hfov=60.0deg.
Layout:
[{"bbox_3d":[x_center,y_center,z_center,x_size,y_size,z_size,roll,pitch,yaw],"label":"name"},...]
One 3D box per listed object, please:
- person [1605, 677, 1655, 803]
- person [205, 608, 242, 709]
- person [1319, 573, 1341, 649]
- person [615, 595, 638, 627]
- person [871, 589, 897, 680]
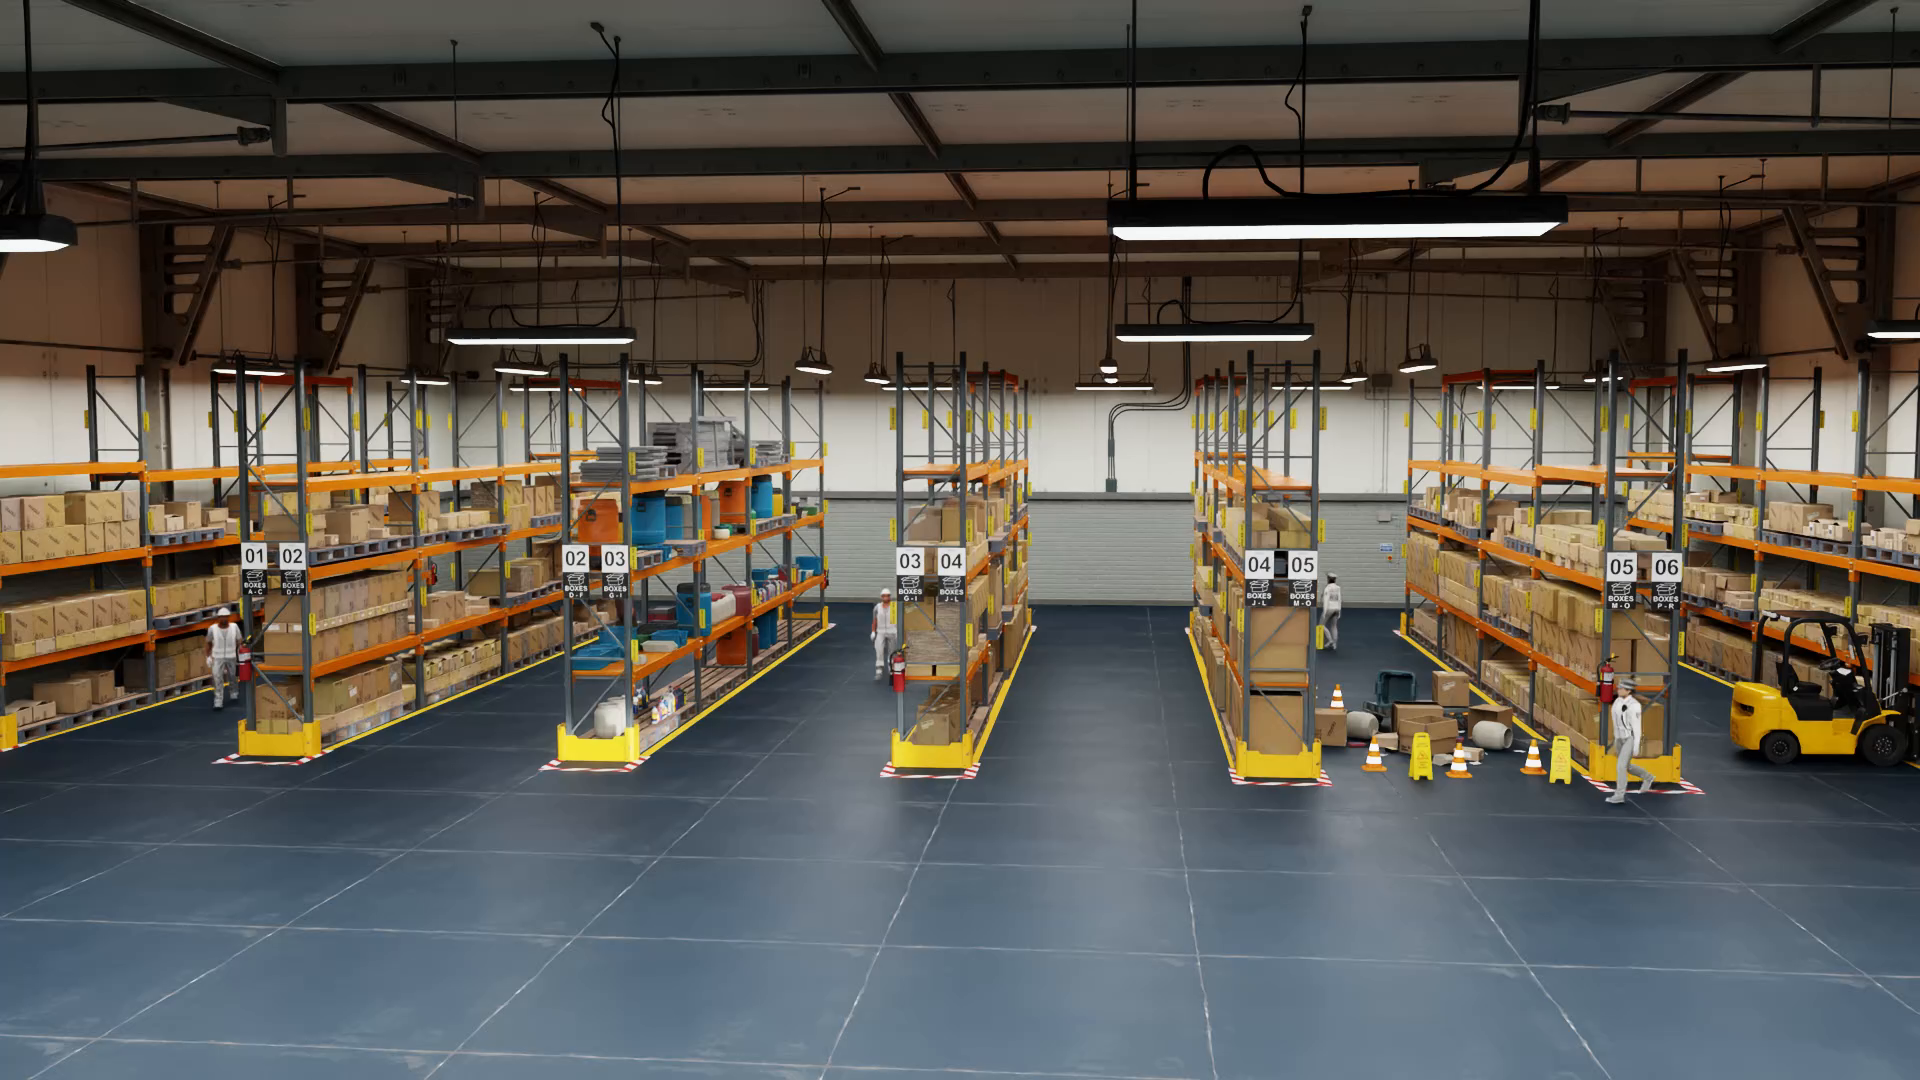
[{"bbox_3d":[8.849,2.612,21.924,0.868,1.639,0.481,-1,4,-17],"label":"person"},{"bbox_3d":[-12.886,2.049,29.155,0.630,1.723,1.136,-1,4,-20],"label":"person"},{"bbox_3d":[8.182,1.565,36.570,0.526,1.681,0.417,-2,5,-31],"label":"person"},{"bbox_3d":[-7.431,1.512,36.712,0.564,1.767,0.627,-4,5,-42],"label":"person"},{"bbox_3d":[-1.449,1.813,32.255,0.600,1.721,1.050,0,4,1],"label":"person"}]
